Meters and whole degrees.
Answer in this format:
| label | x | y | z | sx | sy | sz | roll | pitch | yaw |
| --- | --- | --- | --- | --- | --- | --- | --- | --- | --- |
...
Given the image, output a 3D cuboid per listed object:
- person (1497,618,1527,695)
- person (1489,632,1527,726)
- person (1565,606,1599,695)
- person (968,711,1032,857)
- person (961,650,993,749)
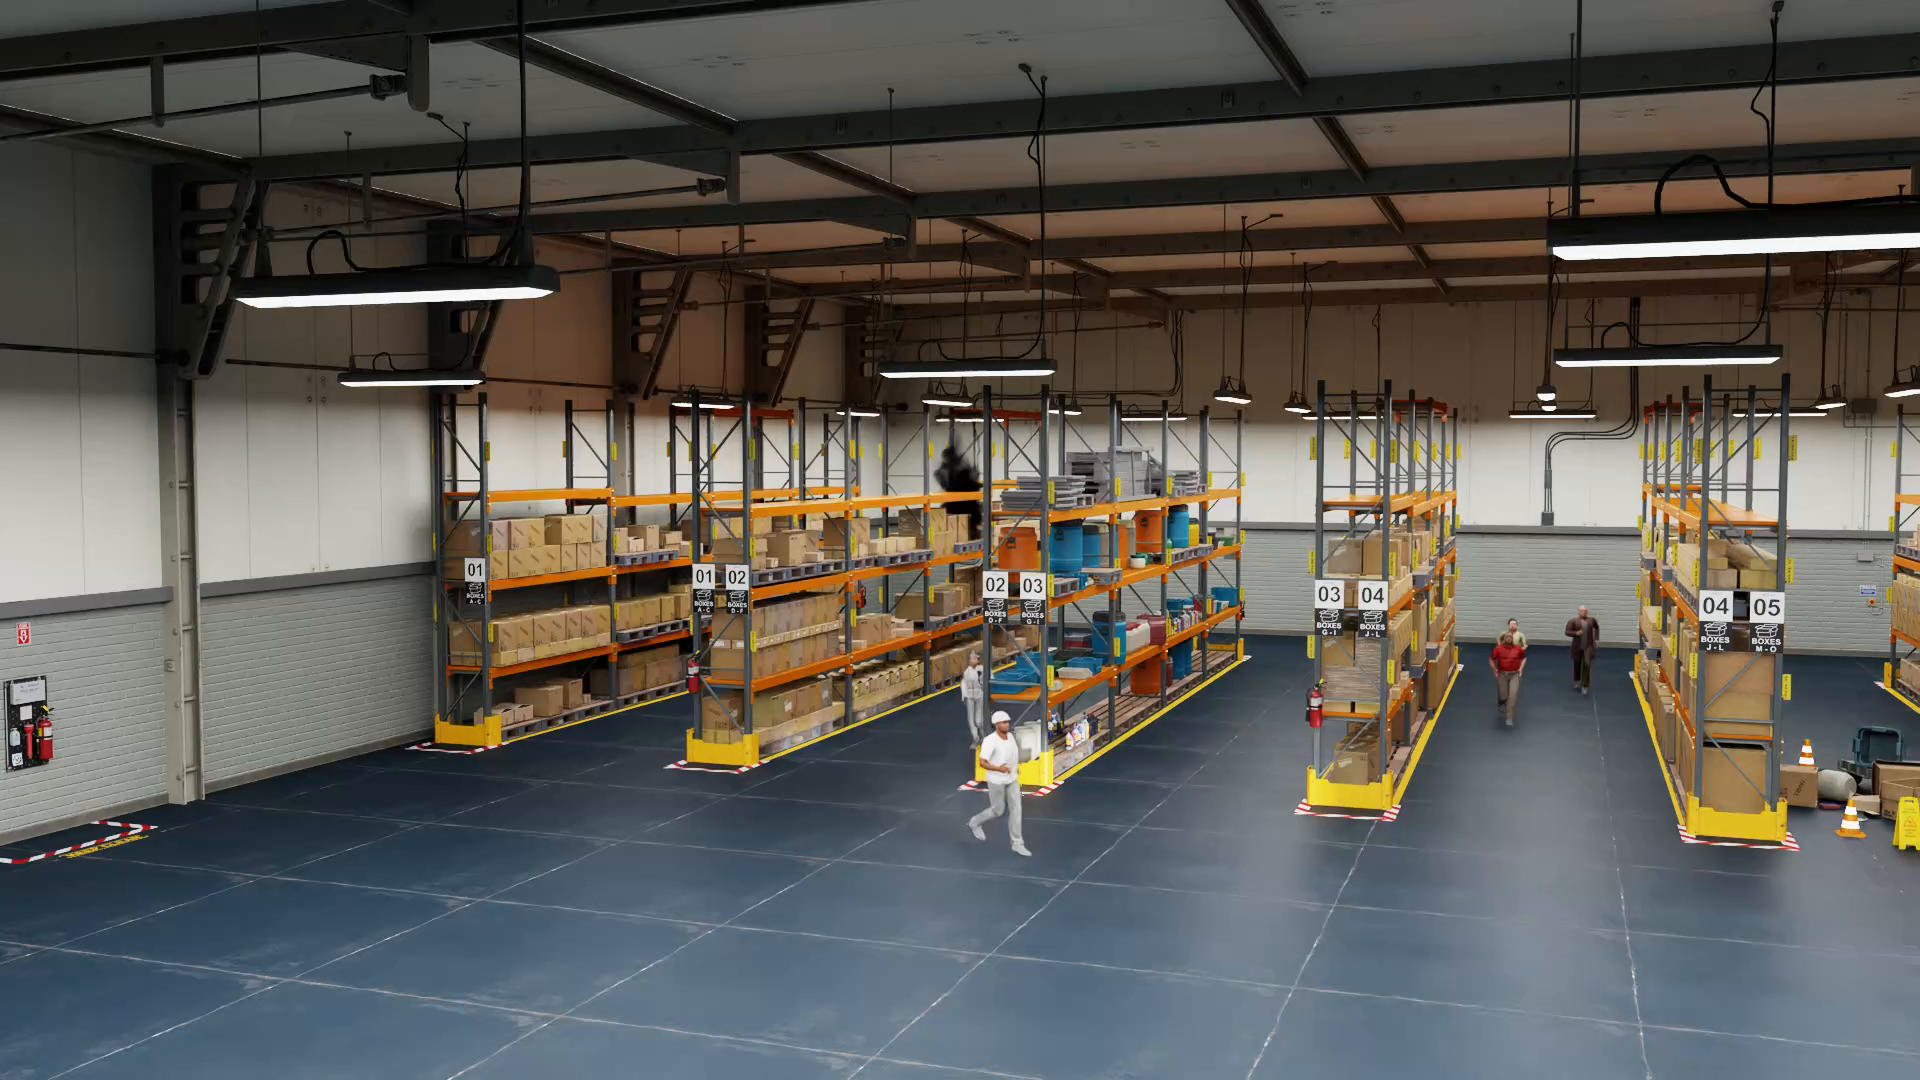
| label | x | y | z | sx | sy | sz | roll | pitch | yaw |
| --- | --- | --- | --- | --- | --- | --- | --- | --- | --- |
| person | 11.054 | 2.400 | 33.301 | 0.579 | 1.674 | 0.924 | 1 | 3 | 15 |
| person | 10.120 | 2.533 | 30.698 | 0.668 | 1.699 | 0.737 | 1 | 3 | 13 |
| person | 12.883 | 2.249 | 34.449 | 0.690 | 1.797 | 1.032 | 1 | 3 | 16 |
| person | 0.507 | 3.012 | 20.751 | 0.963 | 1.772 | 0.700 | 3 | 4 | 44 |
| person | 0.281 | 2.685 | 28.097 | 0.619 | 1.667 | 0.488 | 1 | 3 | 23 |
